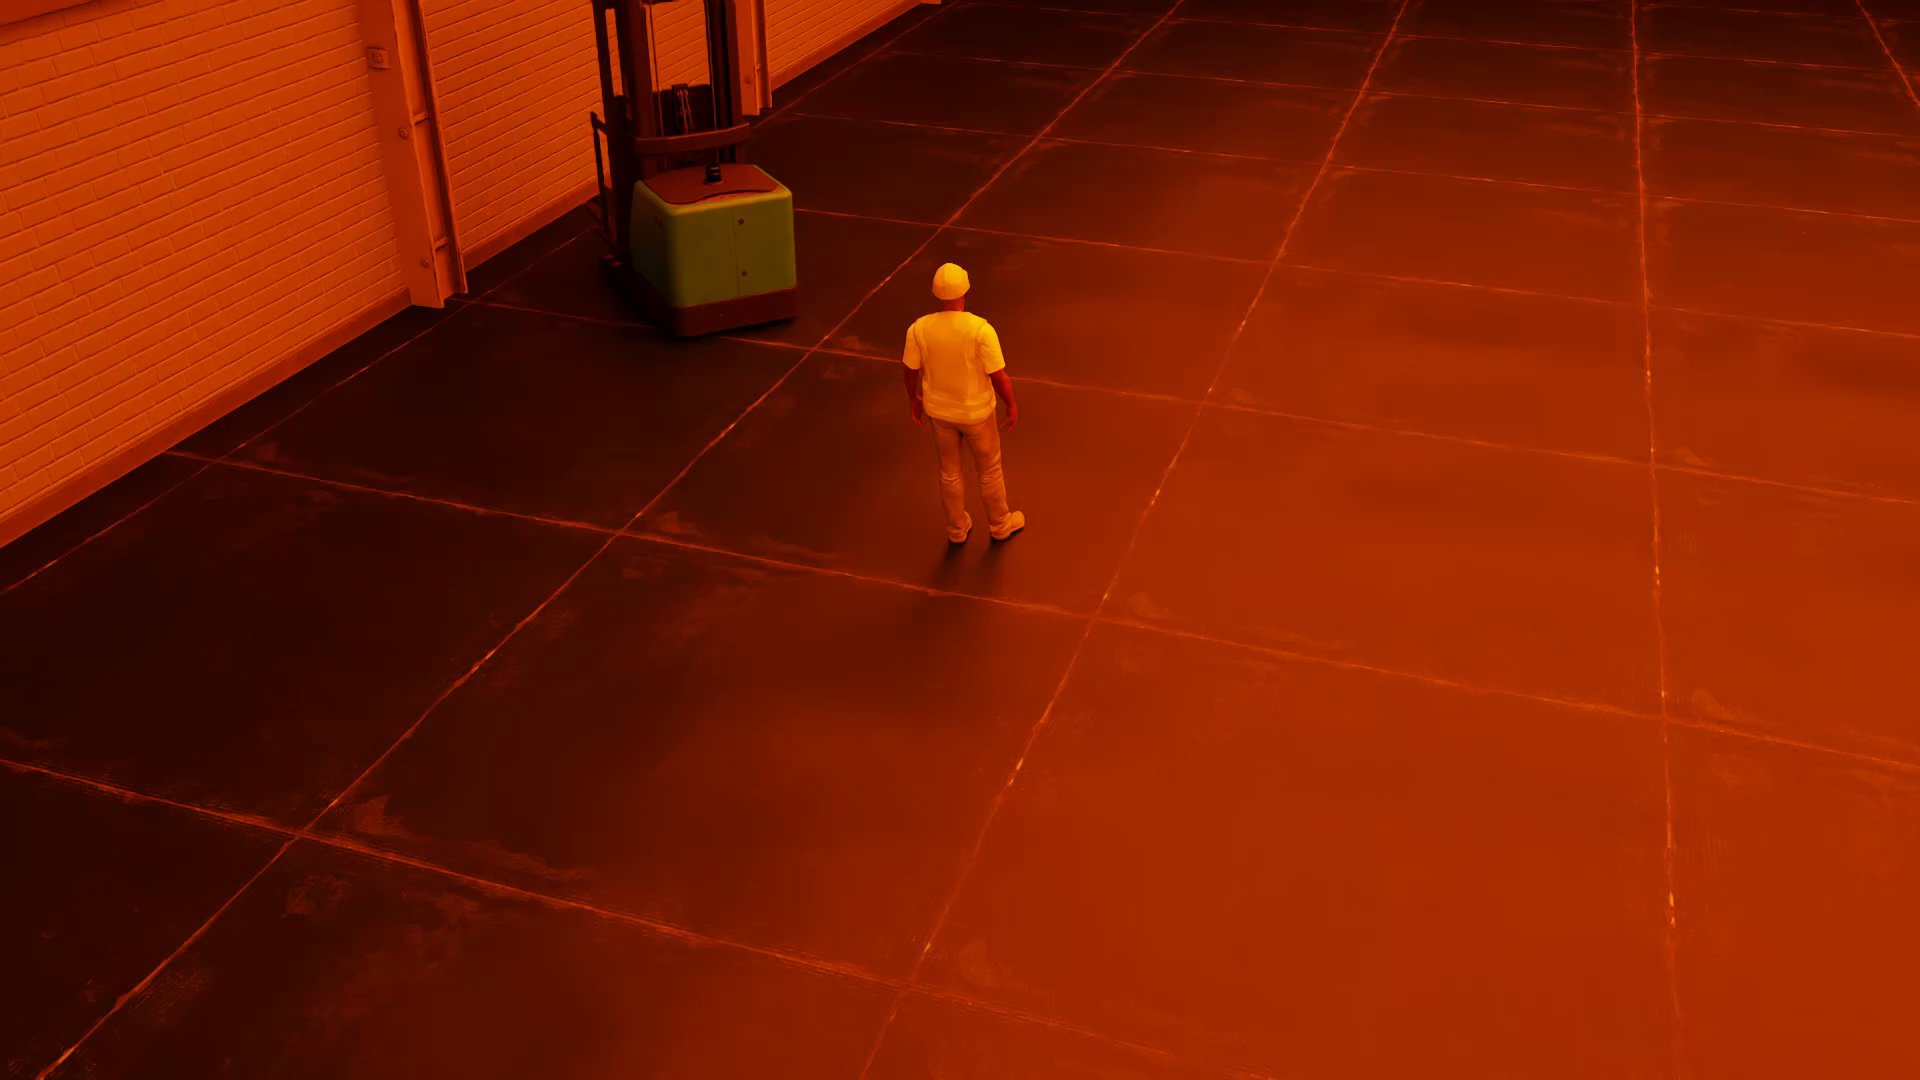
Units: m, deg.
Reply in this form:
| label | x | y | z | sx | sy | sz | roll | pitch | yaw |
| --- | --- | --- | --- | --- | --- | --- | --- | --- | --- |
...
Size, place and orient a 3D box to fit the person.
| label | x | y | z | sx | sy | sz | roll | pitch | yaw |
| --- | --- | --- | --- | --- | --- | --- | --- | --- | --- |
| person | 0.028 | -0.805 | 9.710 | 0.665 | 1.765 | 0.577 | 10 | 31 | 16 |

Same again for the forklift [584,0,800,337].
| label | x | y | z | sx | sy | sz | roll | pitch | yaw |
| --- | --- | --- | --- | --- | --- | --- | --- | --- | --- |
| forklift | -2.384 | -3.522 | 13.314 | 1.130 | 2.935 | 3.031 | -14 | 33 | -24 |
